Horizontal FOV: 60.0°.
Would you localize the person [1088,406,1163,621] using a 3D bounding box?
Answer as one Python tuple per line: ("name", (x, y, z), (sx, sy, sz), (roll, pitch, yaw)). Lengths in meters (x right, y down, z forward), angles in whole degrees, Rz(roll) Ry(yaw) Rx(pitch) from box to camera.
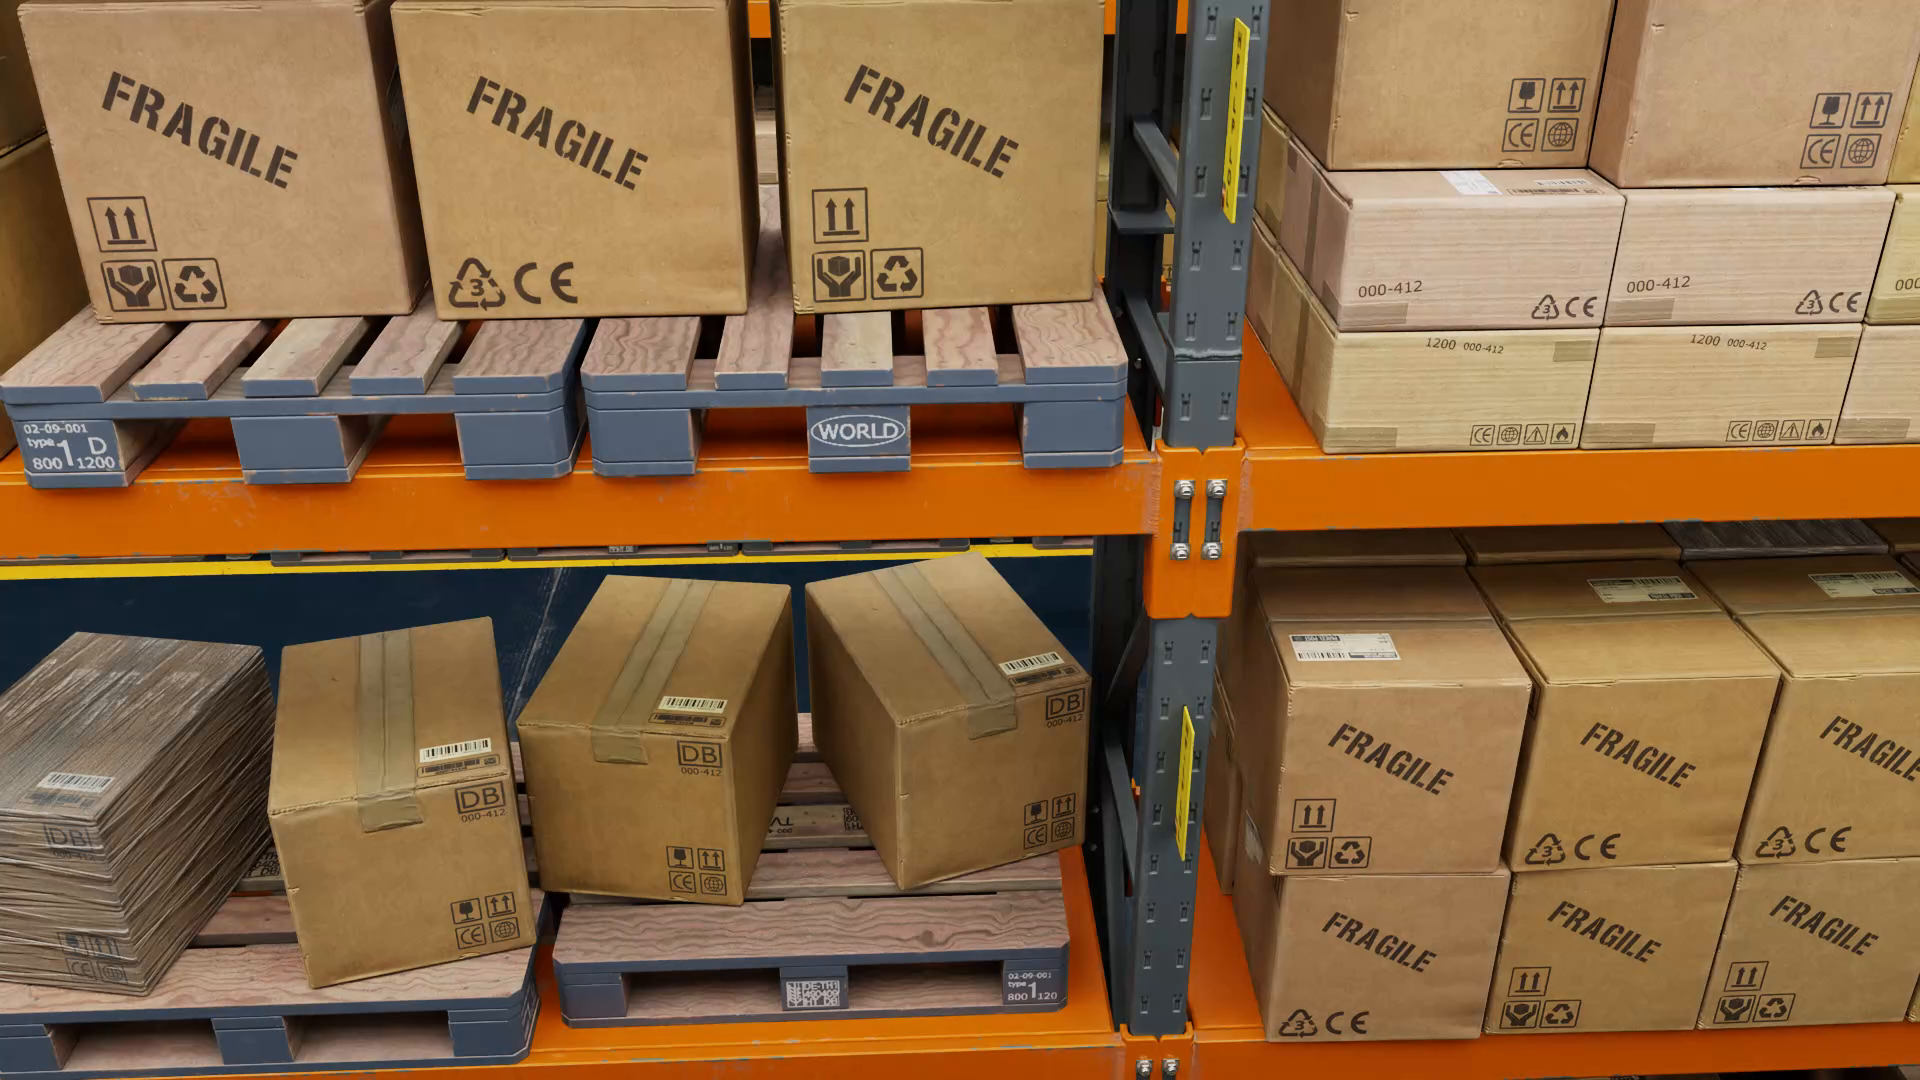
("person", (0.770, -0.293, 7.664), (0.339, 1.678, 0.436), (-1, 28, -1))
